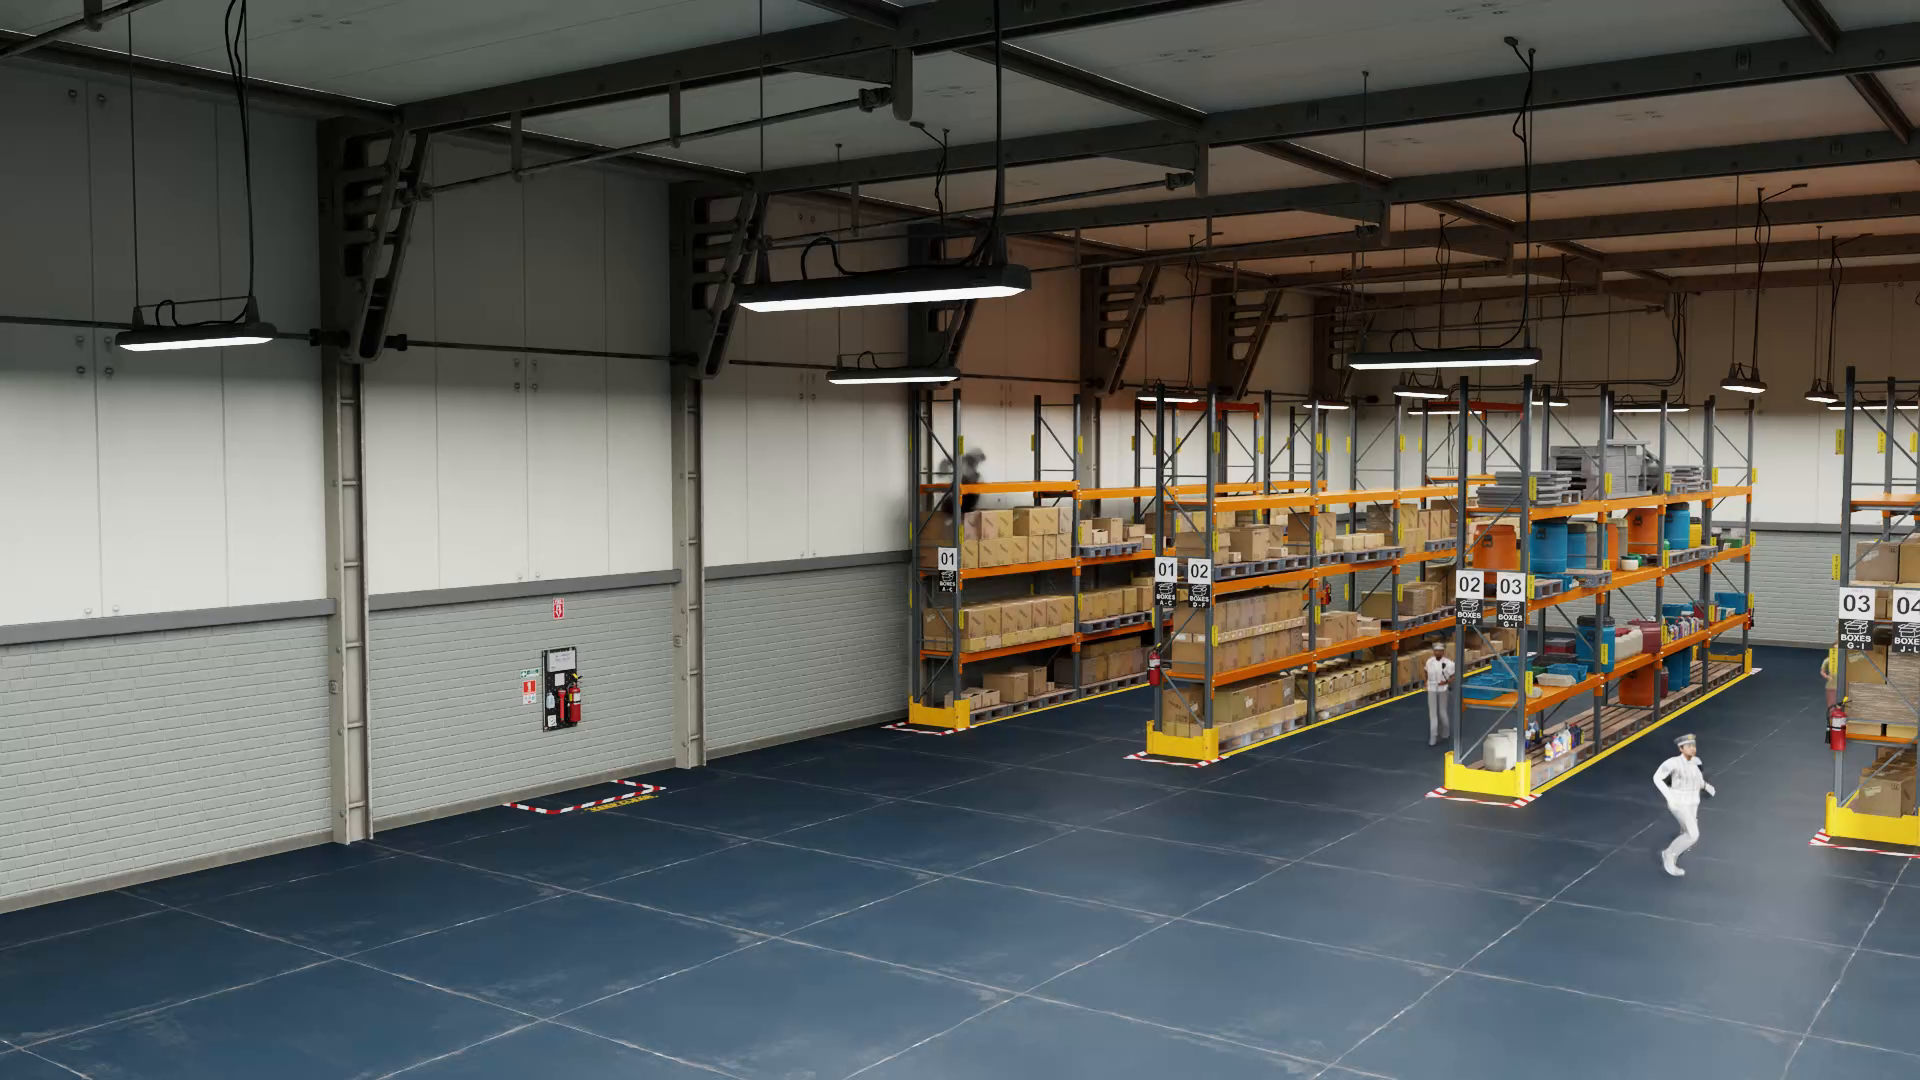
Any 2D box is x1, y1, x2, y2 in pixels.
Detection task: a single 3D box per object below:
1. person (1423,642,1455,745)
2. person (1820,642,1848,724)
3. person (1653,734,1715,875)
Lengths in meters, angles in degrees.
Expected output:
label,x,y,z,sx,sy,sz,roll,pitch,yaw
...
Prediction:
label,x,y,z,sx,sy,sz,roll,pitch,yaw
person,8.057,2.553,27.974,0.591,1.699,0.835,2,4,28
person,15.022,2.558,28.460,0.566,1.633,0.555,2,4,35
person,8.429,3.064,19.249,0.593,1.665,0.593,-1,4,-24
